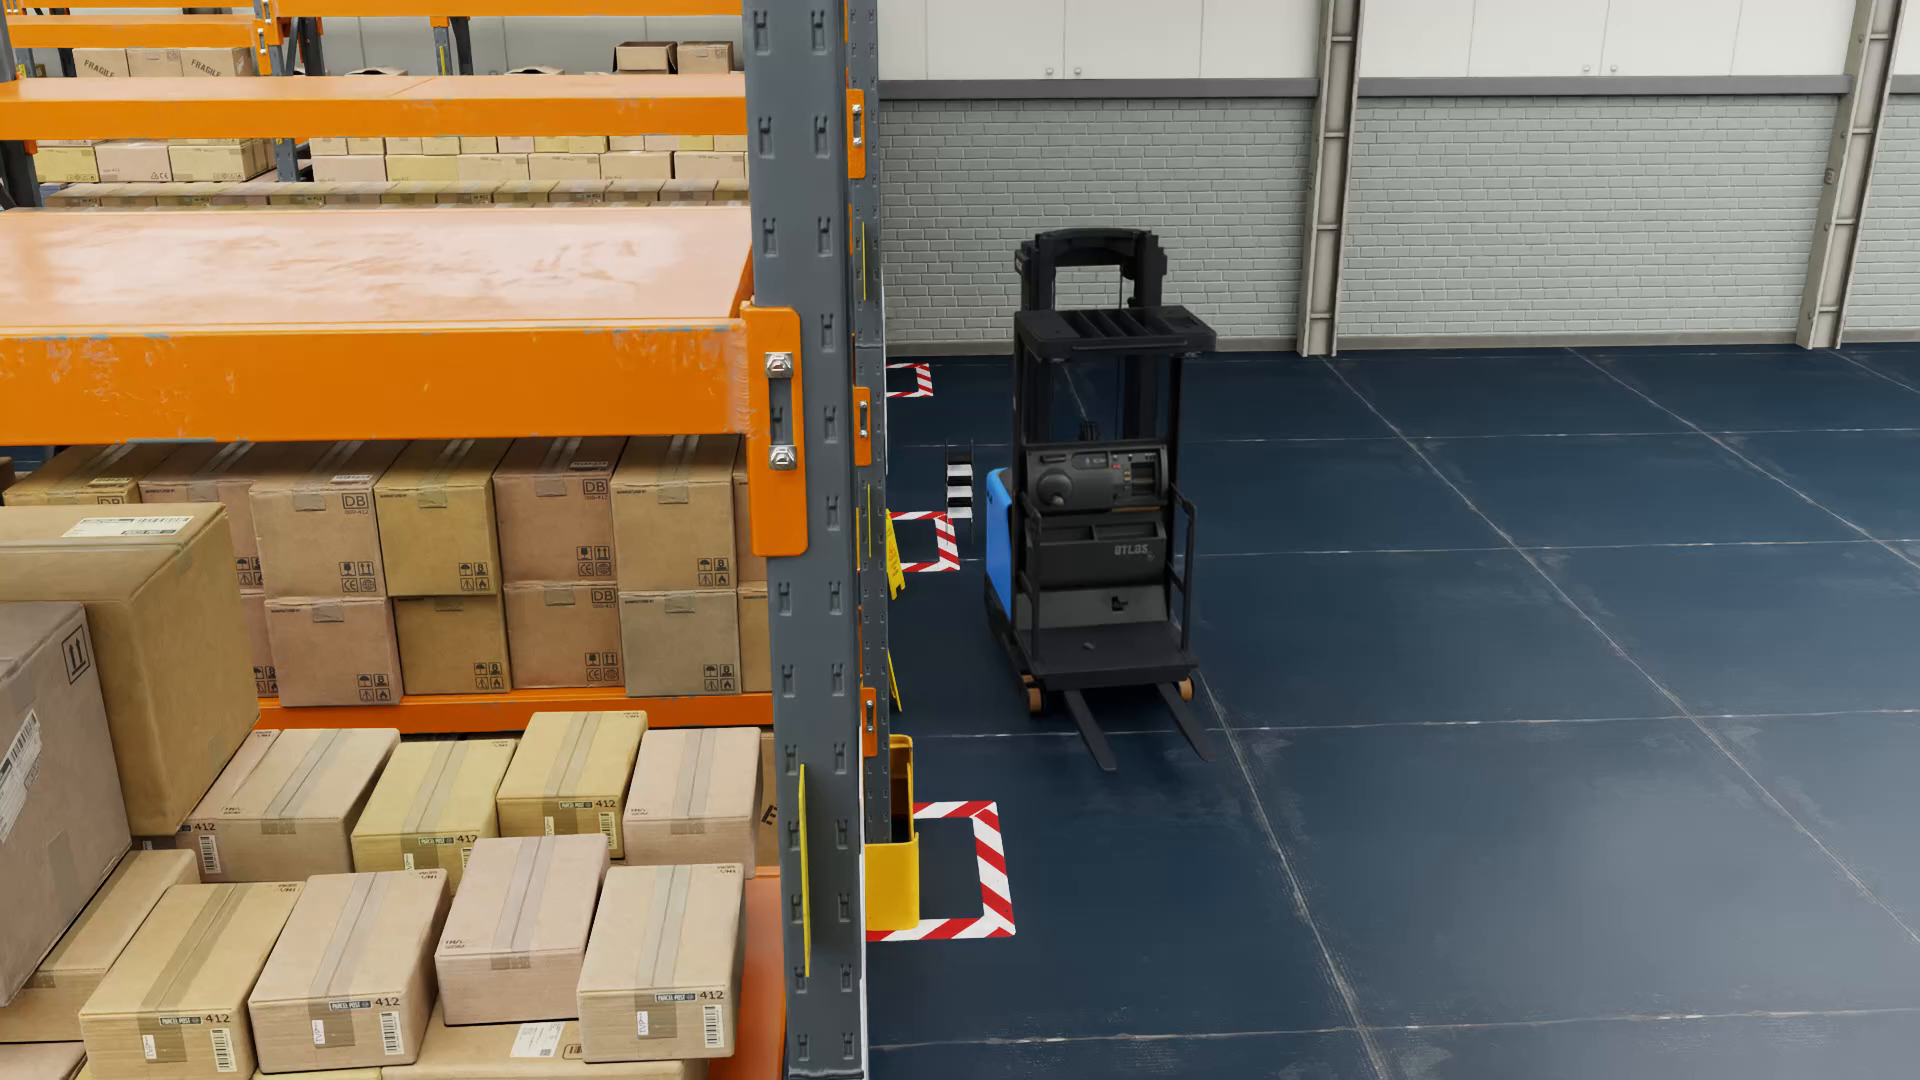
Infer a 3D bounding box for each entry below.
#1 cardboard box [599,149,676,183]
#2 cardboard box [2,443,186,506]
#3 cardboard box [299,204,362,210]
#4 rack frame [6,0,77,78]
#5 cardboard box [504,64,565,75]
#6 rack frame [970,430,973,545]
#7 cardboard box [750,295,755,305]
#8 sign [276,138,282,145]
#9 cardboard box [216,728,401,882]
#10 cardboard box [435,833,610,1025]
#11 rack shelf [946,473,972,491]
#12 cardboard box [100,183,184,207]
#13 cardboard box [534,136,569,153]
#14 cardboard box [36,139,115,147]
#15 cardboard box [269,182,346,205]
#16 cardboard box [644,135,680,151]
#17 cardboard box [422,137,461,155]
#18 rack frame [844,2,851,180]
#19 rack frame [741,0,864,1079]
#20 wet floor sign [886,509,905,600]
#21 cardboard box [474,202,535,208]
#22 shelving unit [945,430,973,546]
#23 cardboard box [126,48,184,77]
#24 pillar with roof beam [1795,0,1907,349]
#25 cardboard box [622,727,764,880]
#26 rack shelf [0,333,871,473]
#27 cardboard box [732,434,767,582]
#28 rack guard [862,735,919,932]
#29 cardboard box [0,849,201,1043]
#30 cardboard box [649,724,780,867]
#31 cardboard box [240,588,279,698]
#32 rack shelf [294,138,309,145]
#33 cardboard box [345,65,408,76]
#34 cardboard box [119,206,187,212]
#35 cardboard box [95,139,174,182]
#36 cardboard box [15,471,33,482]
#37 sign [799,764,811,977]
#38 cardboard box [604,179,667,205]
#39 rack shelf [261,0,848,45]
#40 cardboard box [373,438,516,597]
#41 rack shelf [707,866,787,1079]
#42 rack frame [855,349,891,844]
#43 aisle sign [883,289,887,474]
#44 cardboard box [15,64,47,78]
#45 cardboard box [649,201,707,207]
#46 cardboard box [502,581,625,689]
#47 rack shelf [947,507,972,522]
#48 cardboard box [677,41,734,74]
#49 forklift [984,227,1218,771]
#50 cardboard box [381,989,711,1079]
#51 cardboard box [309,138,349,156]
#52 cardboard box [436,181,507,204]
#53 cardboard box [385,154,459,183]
[{"bbox_3d":[-2.334,-2.729,12.150,0.500,0.250,0.500,-1,21,-2],"label":"cardboard box"},{"bbox_3d":[-4.059,-0.119,7.989,0.550,0.550,0.875,-1,21,-3],"label":"cardboard box"},{"bbox_3d":[-2.775,-1.362,7.268,0.250,0.149,0.380,-1,21,-3],"label":"cardboard box"},{"bbox_3d":[-9.093,-5.791,16.183,0.127,3.000,1.000,-1,21,-3],"label":"rack frame"},{"bbox_3d":[-4.255,-4.602,16.671,0.500,0.311,0.500,-1,21,-2],"label":"cardboard box"},{"bbox_3d":[0.094,-0.422,13.466,0.006,0.900,0.240,-1,21,-3],"label":"rack frame"},{"bbox_3d":[-0.908,-1.235,7.494,0.500,0.250,0.500,-1,21,-2],"label":"cardboard box"},{"bbox_3d":[-4.777,-2.936,11.620,0.005,0.325,0.100,-1,21,-3],"label":"sign"},{"bbox_3d":[-1.327,0.539,3.423,0.250,0.149,0.380,0,21,-1],"label":"cardboard box"},{"bbox_3d":[-0.779,0.696,3.012,0.250,0.149,0.380,-2,21,-5],"label":"cardboard box"},{"bbox_3d":[-0.008,-0.473,13.440,0.200,0.077,0.258,-1,21,-3],"label":"rack shelf"},{"bbox_3d":[-3.829,-1.575,7.827,0.250,0.149,0.380,-1,21,-3],"label":"cardboard box"},{"bbox_3d":[-2.932,-2.914,12.075,0.250,0.149,0.380,-1,21,-2],"label":"cardboard box"},{"bbox_3d":[-6.401,-2.981,11.938,0.500,0.250,0.500,-1,21,-2],"label":"cardboard box"},{"bbox_3d":[-3.070,-1.590,7.868,0.250,0.149,0.380,-1,21,-3],"label":"cardboard box"},{"bbox_3d":[-2.154,-2.939,12.142,0.250,0.149,0.380,-1,21,-3],"label":"cardboard box"},{"bbox_3d":[-3.693,-2.866,11.950,0.250,0.149,0.380,-1,21,-3],"label":"cardboard box"},{"bbox_3d":[-0.819,-4.190,11.979,0.127,3.000,1.000,-1,21,-3],"label":"rack frame"},{"bbox_3d":[-0.253,-0.670,2.733,0.127,3.000,1.000,-1,21,-3],"label":"rack frame"},{"bbox_3d":[-0.568,0.090,12.477,0.232,0.644,0.267,6,22,16],"label":"wet floor sign"},{"bbox_3d":[-2.022,-1.377,7.308,0.250,0.149,0.380,-1,21,-4],"label":"cardboard box"},{"bbox_3d":[-0.008,-0.420,13.460,0.210,0.900,0.258,-1,21,-3],"label":"shelving unit"},{"bbox_3d":[-7.858,-4.652,16.538,0.500,0.500,0.700,-2,21,-4],"label":"cardboard box"},{"bbox_3d":[10.374,-4.974,14.037,0.400,9.000,9.100,-1,21,-3],"label":"pillar with roof beam"},{"bbox_3d":[-0.541,0.539,3.423,0.250,0.149,0.380,-1,21,-3],"label":"cardboard box"},{"bbox_3d":[-2.432,-0.655,7.921,4.000,0.370,1.077,-1,21,-3],"label":"rack shelf"},{"bbox_3d":[-0.808,-0.211,8.231,0.550,0.550,0.875,-1,21,-3],"label":"cardboard box"},{"bbox_3d":[-0.411,1.538,8.879,0.348,0.500,1.175,-1,21,-3],"label":"rack guard"},{"bbox_3d":[-1.549,0.715,2.962,0.250,0.149,0.380,-1,21,-2],"label":"cardboard box"},{"bbox_3d":[-1.109,1.204,8.639,0.875,0.875,0.875,-1,21,-3],"label":"cardboard box"},{"bbox_3d":[-3.513,0.350,8.275,0.550,0.550,0.875,-1,21,-3],"label":"cardboard box"},{"bbox_3d":[-7.096,-4.093,16.952,4.000,0.370,1.077,-1,21,-3],"label":"rack shelf"},{"bbox_3d":[-5.808,-4.570,16.588,0.500,0.311,0.500,-2,21,-5],"label":"cardboard box"},{"bbox_3d":[-3.539,-1.346,7.227,0.250,0.149,0.380,-1,21,-4],"label":"cardboard box"},{"bbox_3d":[-5.893,-2.761,12.063,0.500,0.250,0.500,-1,21,-2],"label":"cardboard box"},{"bbox_3d":[-7.505,-0.218,13.080,0.625,0.372,0.950,-2,21,-4],"label":"cardboard box"},{"bbox_3d":[-0.241,0.516,2.590,0.005,0.325,0.100,-1,21,-3],"label":"sign"},{"bbox_3d":[-1.545,-1.621,7.950,0.250,0.149,0.380,-1,21,-2],"label":"cardboard box"},{"bbox_3d":[-2.816,-3.812,12.001,4.000,0.370,1.077,-1,21,-3],"label":"rack shelf"},{"bbox_3d":[-2.440,-0.147,8.063,0.500,0.550,0.875,-1,21,-3],"label":"cardboard box"},{"bbox_3d":[-2.250,1.109,3.288,4.000,0.370,1.077,-1,21,-3],"label":"rack shelf"},{"bbox_3d":[-0.435,0.370,8.433,0.127,3.000,1.000,-1,21,-3],"label":"rack frame"},{"bbox_3d":[-0.347,-0.740,7.695,0.004,0.787,0.394,-1,21,-3],"label":"aisle sign"},{"bbox_3d":[-9.476,-4.735,16.858,0.250,0.149,0.380,-2,21,-5],"label":"cardboard box"},{"bbox_3d":[-1.258,-1.393,7.350,0.250,0.149,0.380,-1,21,-2],"label":"cardboard box"},{"bbox_3d":[-1.917,0.309,8.382,0.550,0.550,0.875,-1,21,-3],"label":"cardboard box"},{"bbox_3d":[-0.008,-0.221,13.536,0.200,0.077,0.258,-1,21,-3],"label":"rack shelf"},{"bbox_3d":[-2.562,-4.760,16.821,0.500,0.500,0.700,-1,21,-3],"label":"cardboard box"},{"bbox_3d":[0.920,-0.393,10.533,1.130,2.935,3.031,-3,21,-9],"label":"forklift"},{"bbox_3d":[-0.720,0.902,3.030,0.500,0.250,0.500,-1,21,-2],"label":"cardboard box"},{"bbox_3d":[-4.479,-2.853,11.914,0.250,0.149,0.380,-2,21,-4],"label":"cardboard box"},{"bbox_3d":[-2.311,-1.606,7.908,0.250,0.149,0.380,-1,21,-2],"label":"cardboard box"},{"bbox_3d":[-3.843,-2.701,12.077,0.500,0.250,0.500,-1,21,-3],"label":"cardboard box"}]
